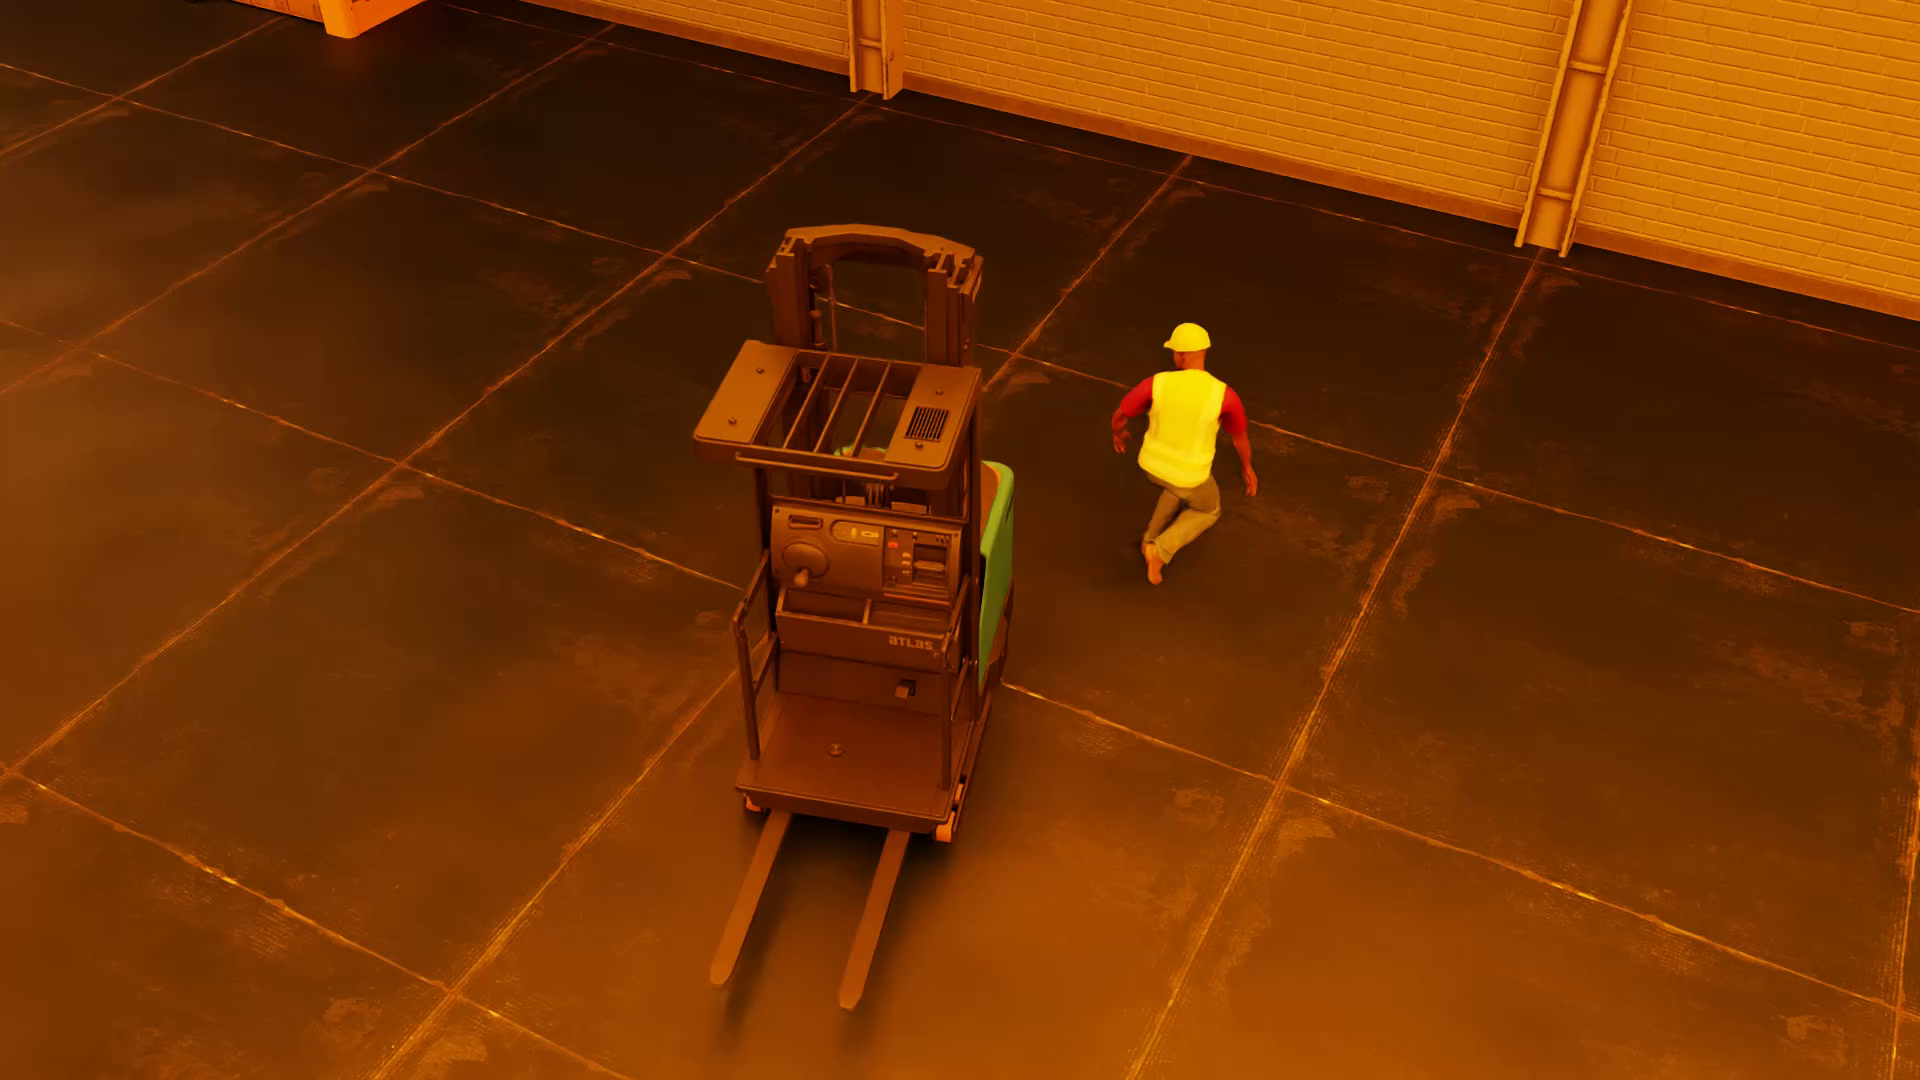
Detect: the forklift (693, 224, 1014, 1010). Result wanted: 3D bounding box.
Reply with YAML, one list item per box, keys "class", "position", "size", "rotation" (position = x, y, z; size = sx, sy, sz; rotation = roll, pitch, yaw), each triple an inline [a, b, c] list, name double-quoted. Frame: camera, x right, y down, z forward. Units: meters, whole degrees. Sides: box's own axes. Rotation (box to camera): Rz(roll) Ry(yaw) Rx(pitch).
- class: "forklift"
  position: [-0.496, 0.147, 7.812]
  size: [1.130, 2.935, 3.031]
  rotation: [8, 41, 9]

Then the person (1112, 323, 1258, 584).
- class: "person"
  position: [1.259, -0.476, 9.638]
  size: [0.872, 1.555, 0.644]
  rotation: [26, 47, 27]
